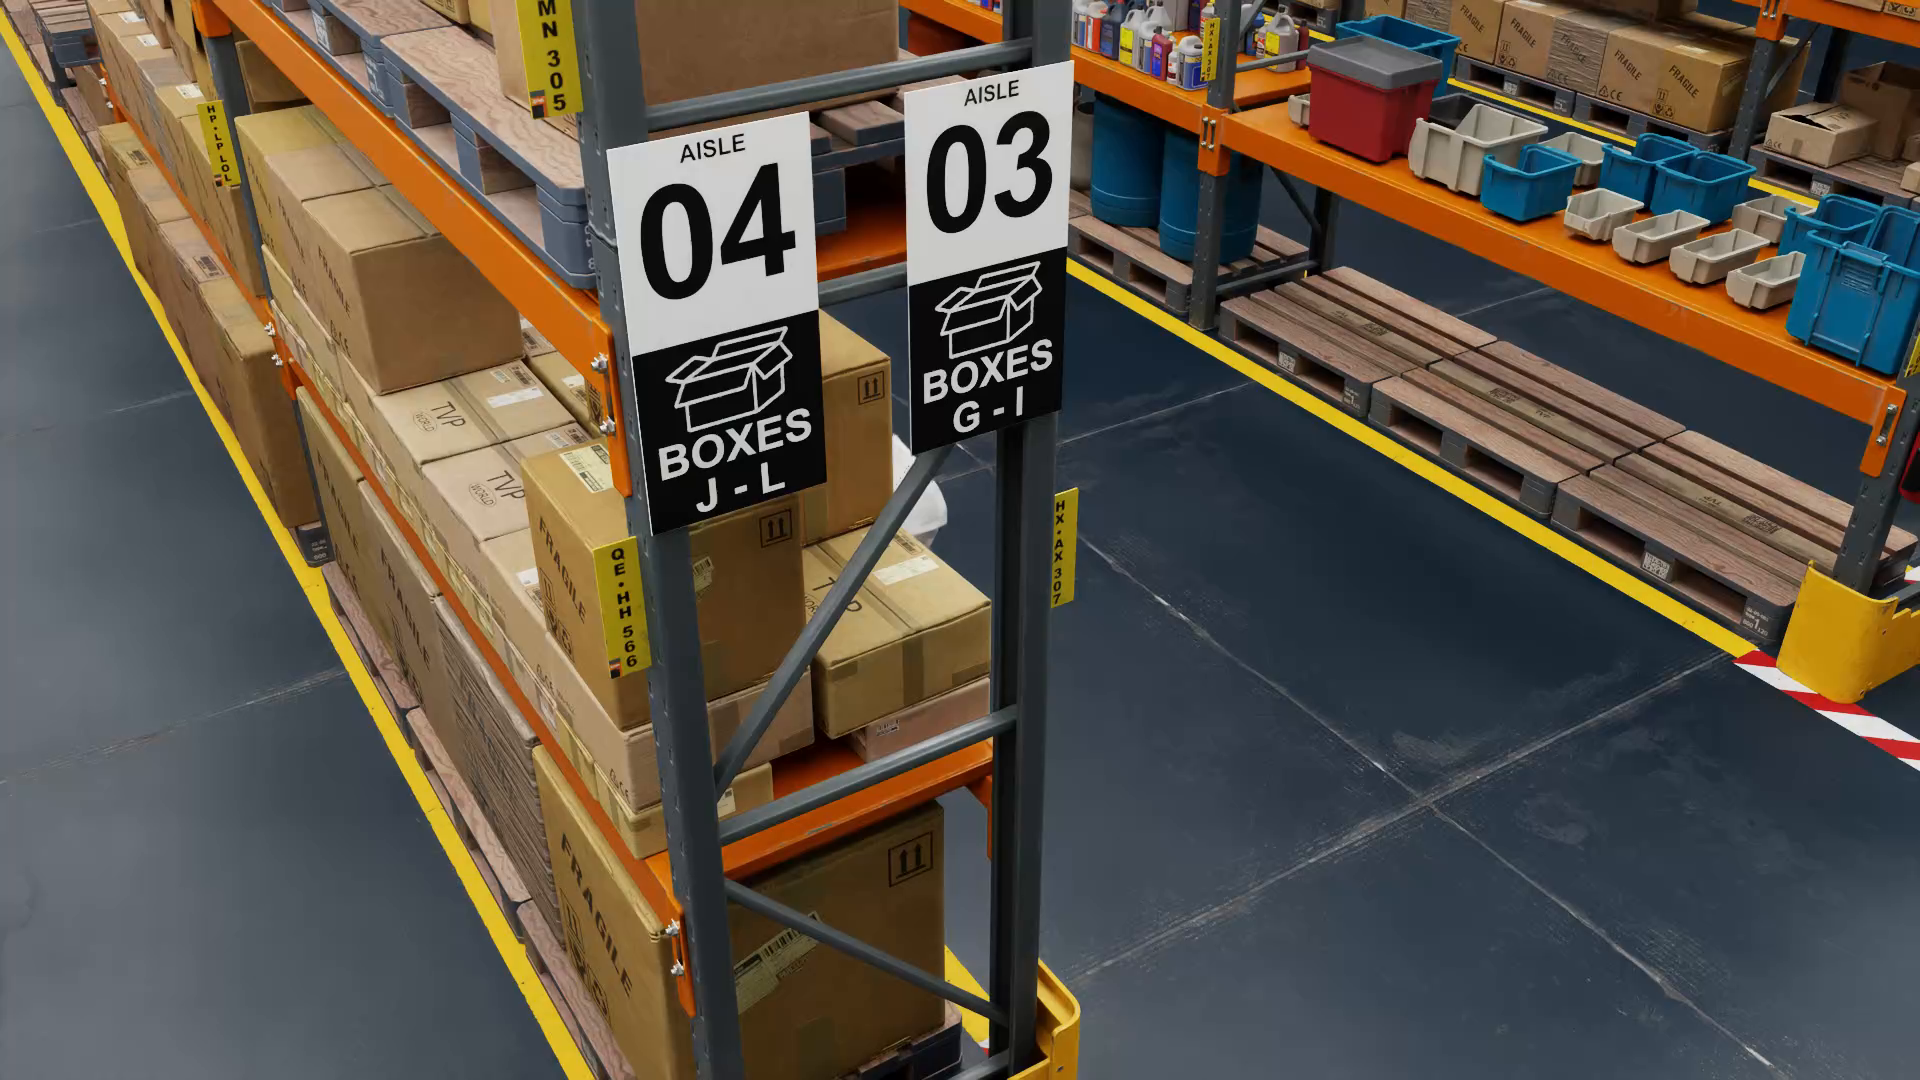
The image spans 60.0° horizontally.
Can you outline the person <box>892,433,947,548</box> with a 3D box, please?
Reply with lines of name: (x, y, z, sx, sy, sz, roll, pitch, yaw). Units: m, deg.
person: (-0.435, -0.092, 7.014, 0.528, 0.986, 0.935, -20, 38, -29)
